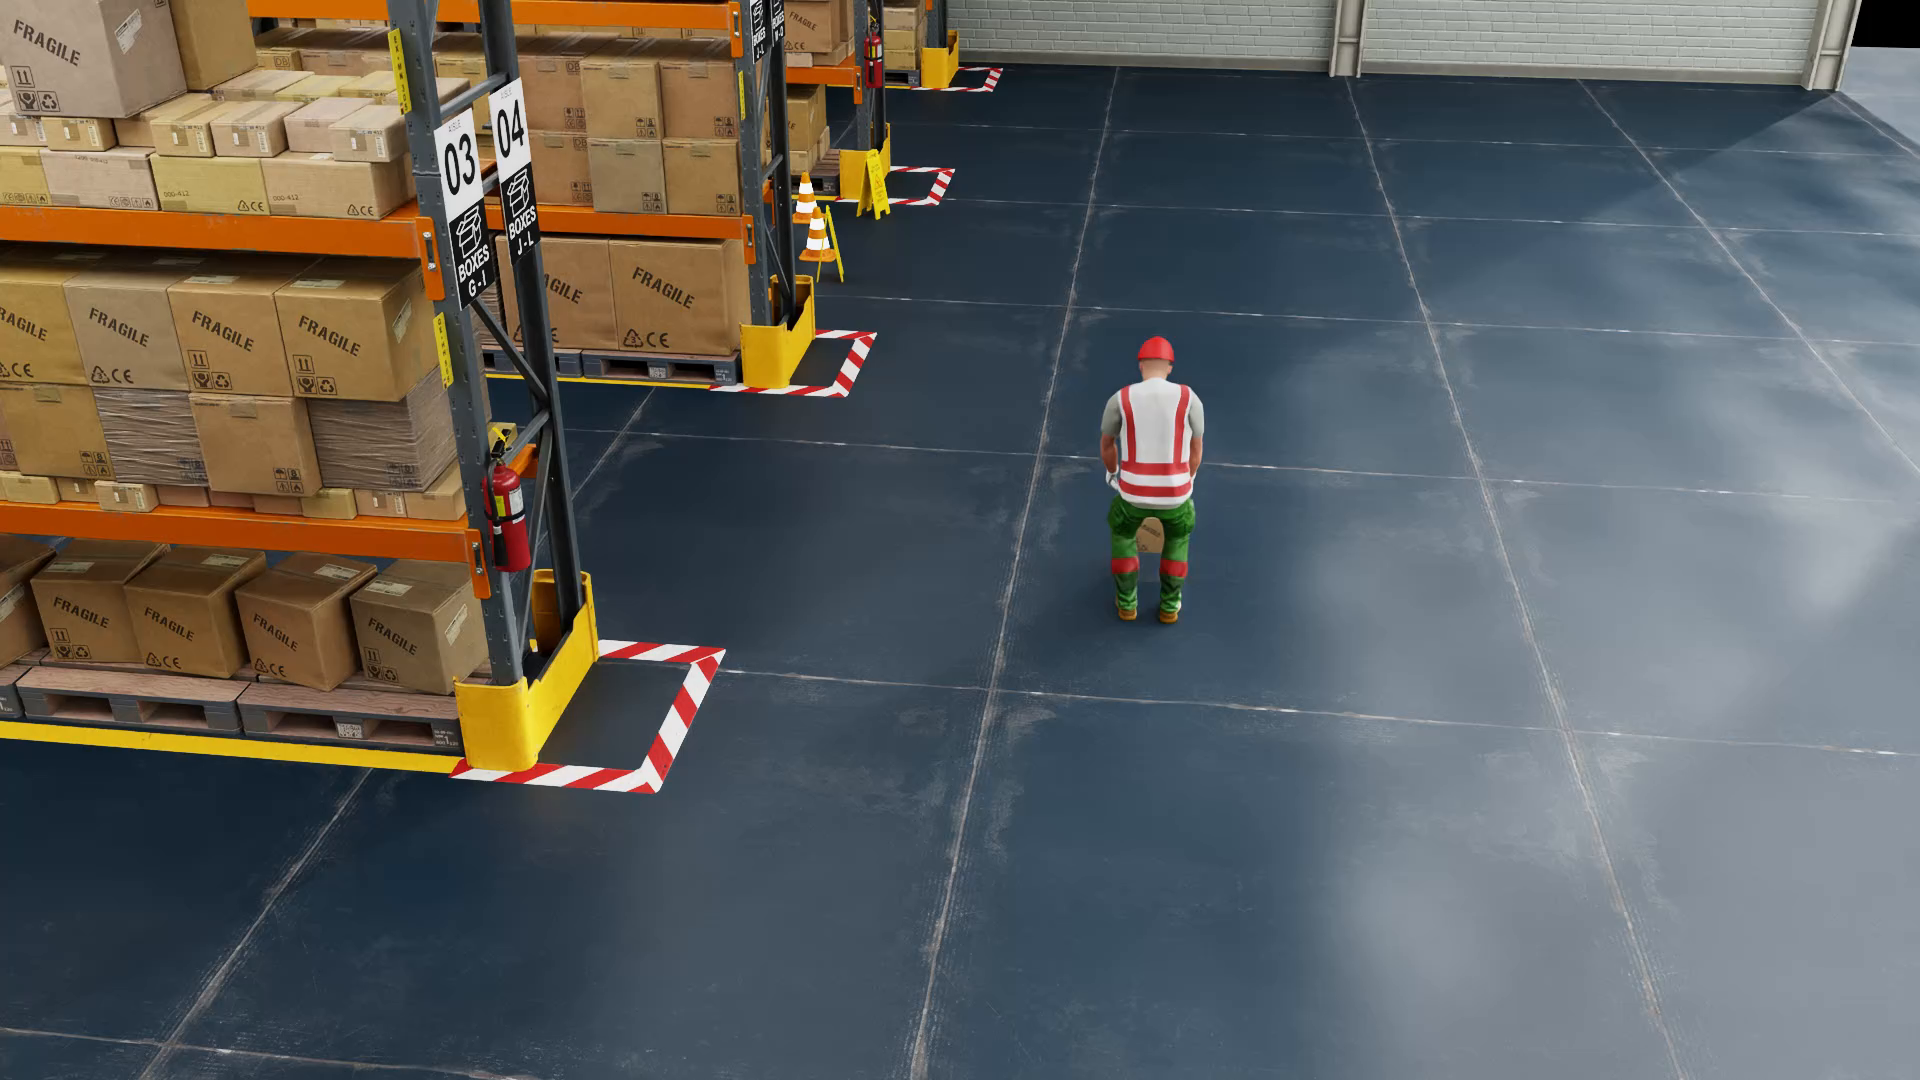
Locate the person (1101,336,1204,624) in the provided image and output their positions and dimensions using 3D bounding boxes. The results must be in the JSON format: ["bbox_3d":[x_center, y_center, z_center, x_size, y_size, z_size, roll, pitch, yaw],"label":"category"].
[{"bbox_3d":[1.064,-0.319,9.369,0.568,1.627,0.602,4,28,7],"label":"person"}]
